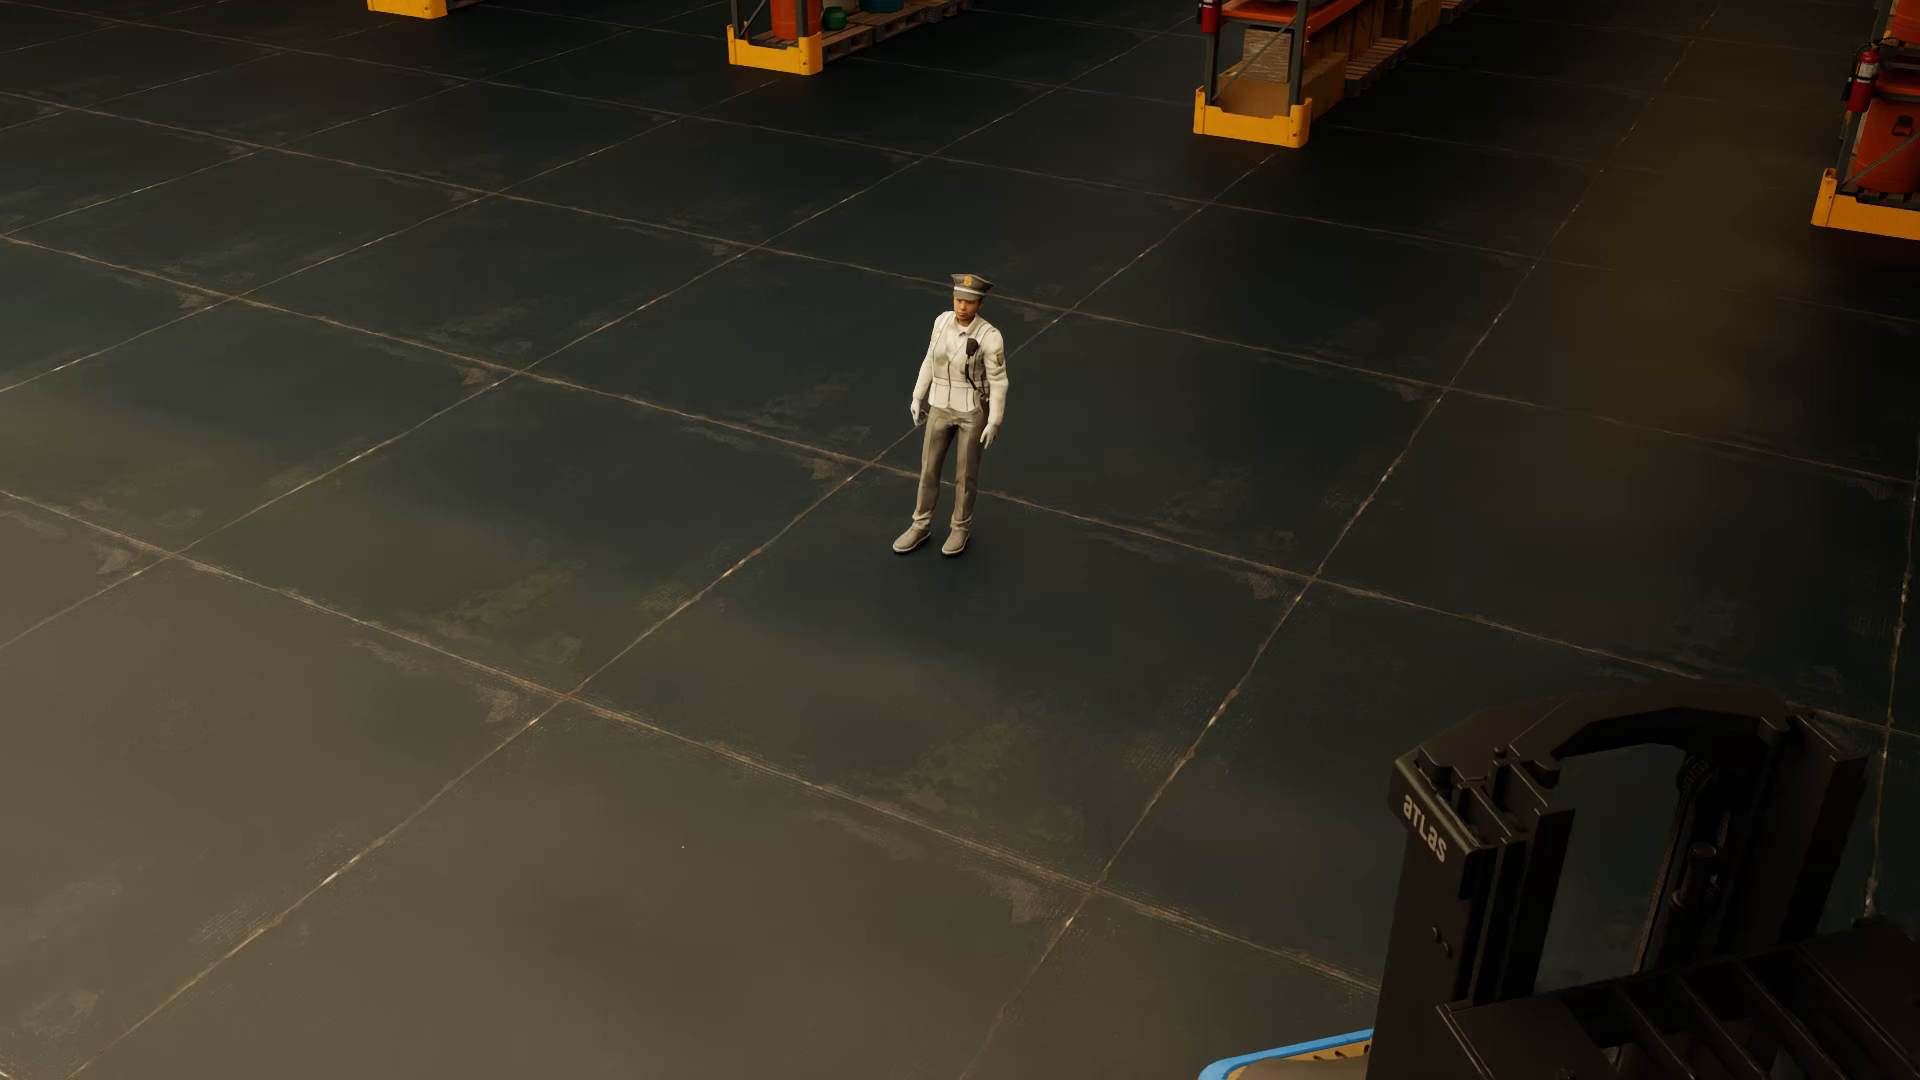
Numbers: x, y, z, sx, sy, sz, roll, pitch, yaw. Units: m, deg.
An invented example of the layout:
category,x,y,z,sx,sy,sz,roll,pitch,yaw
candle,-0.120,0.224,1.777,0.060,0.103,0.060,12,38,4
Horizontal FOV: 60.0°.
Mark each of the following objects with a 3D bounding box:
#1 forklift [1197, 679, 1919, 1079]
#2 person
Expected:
category,x,y,z,sx,sy,sz,roll,pitch,yaw
forklift,1.567,1.916,3.751,1.130,2.935,3.031,-7,31,-13
person,-0.040,-0.712,9.527,0.586,1.694,0.530,15,33,25
